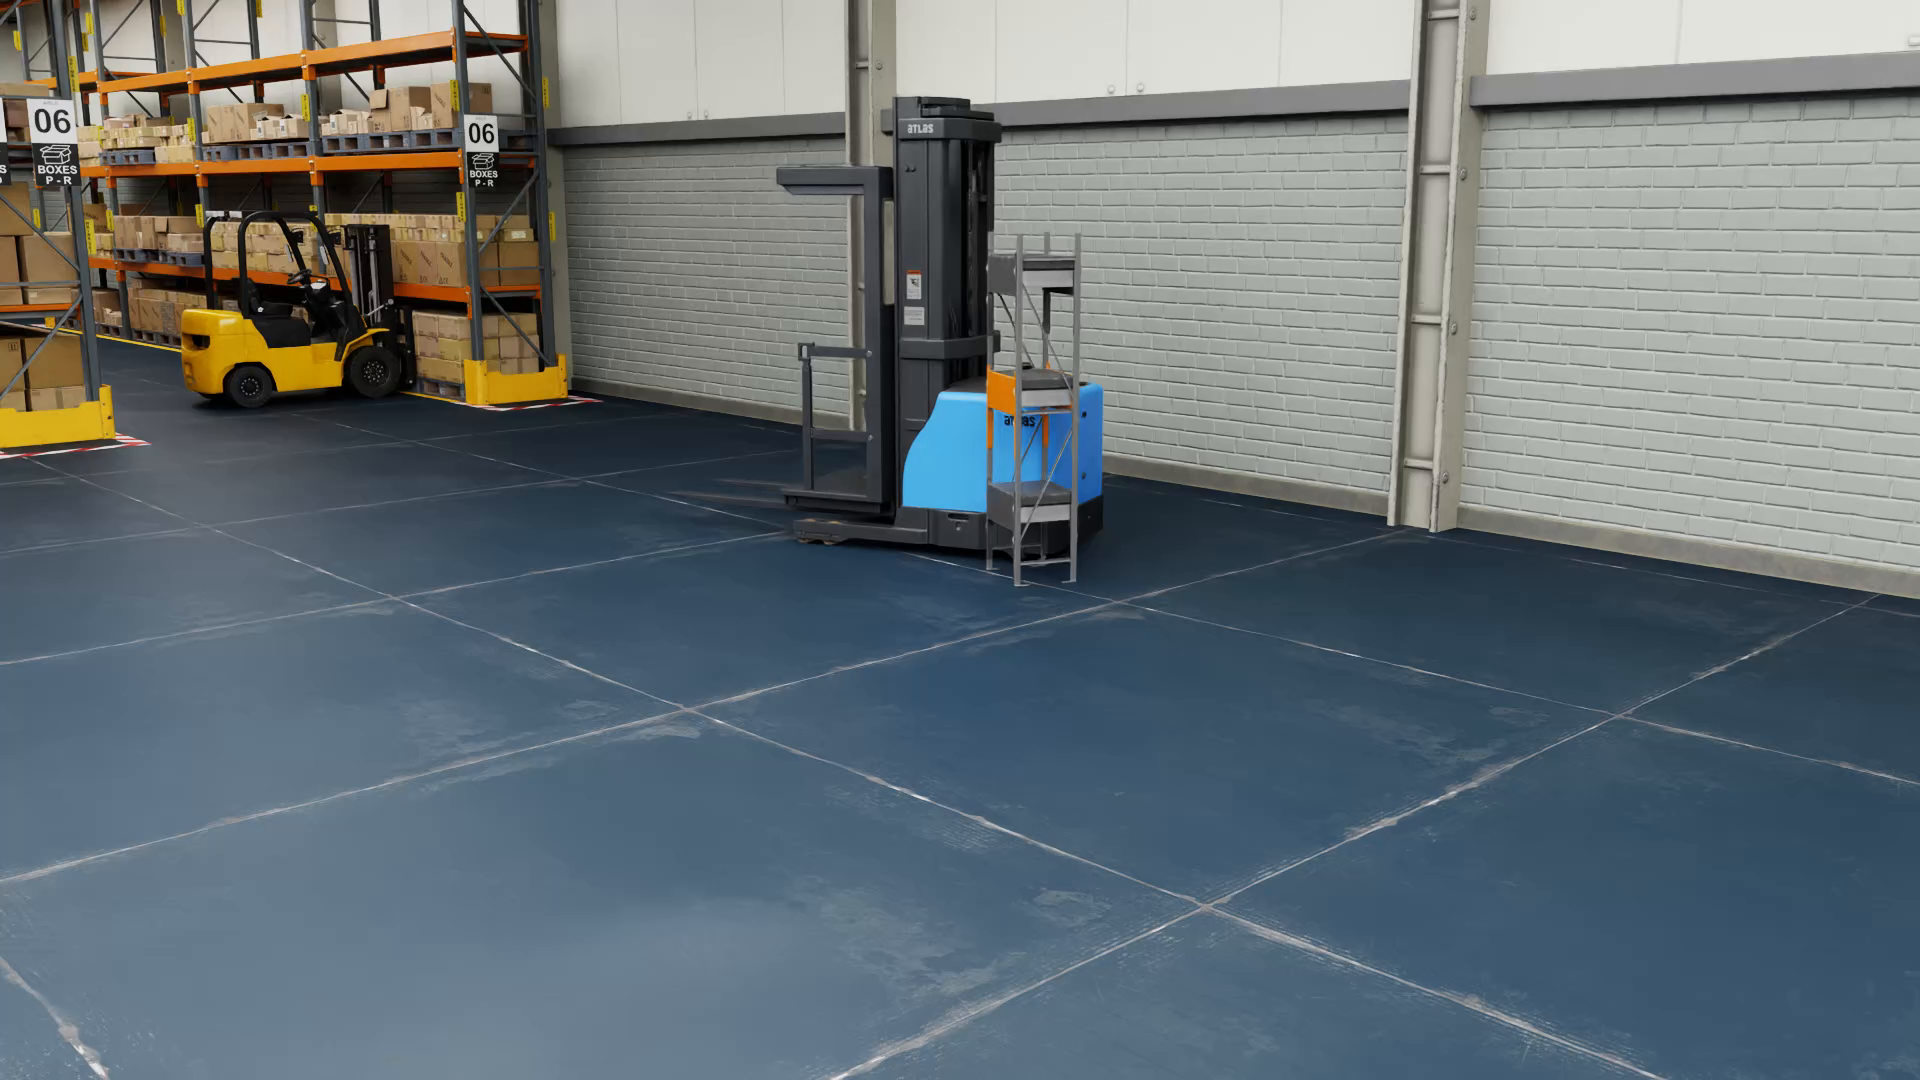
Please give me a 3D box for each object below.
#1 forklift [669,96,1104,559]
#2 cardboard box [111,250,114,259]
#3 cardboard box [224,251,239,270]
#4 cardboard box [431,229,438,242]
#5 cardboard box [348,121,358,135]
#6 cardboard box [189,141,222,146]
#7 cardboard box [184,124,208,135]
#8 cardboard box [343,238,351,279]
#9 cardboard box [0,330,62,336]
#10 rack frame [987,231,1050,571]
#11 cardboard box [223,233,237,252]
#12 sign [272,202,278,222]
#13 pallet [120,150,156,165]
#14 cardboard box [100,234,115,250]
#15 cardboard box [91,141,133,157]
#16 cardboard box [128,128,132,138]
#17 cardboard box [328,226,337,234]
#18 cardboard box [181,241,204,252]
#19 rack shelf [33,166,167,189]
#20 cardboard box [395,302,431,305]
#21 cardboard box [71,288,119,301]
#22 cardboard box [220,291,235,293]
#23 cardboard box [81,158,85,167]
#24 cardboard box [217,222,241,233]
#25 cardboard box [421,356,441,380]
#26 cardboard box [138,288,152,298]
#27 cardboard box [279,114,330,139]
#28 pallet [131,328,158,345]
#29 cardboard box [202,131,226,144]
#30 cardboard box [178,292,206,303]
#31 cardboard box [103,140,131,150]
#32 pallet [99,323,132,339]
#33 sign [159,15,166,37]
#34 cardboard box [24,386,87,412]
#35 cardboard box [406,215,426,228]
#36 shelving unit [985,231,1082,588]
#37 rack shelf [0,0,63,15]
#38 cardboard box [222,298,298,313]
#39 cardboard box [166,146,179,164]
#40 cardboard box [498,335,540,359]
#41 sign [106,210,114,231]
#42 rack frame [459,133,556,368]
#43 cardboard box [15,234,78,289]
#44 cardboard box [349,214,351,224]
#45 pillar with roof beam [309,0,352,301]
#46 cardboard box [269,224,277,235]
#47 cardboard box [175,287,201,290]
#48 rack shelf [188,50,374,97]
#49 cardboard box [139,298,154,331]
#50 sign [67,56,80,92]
[{"bbox_3d":[-0.576,-1.489,11.373,3.031,2.935,1.130,5,13,24],"label":"forklift"},{"bbox_3d":[-13.835,-4.736,27.586,0.380,0.149,0.250,-11,16,-42],"label":"cardboard box"},{"bbox_3d":[-10.197,-4.017,23.848,0.500,0.250,0.500,-11,16,-44],"label":"cardboard box"},{"bbox_3d":[-5.920,-3.554,19.372,0.380,0.149,0.250,-11,16,-42],"label":"cardboard box"},{"bbox_3d":[-7.287,-5.061,20.441,0.380,0.149,0.250,-10,15,-41],"label":"cardboard box"},{"bbox_3d":[-11.089,-5.873,24.433,0.380,0.149,0.250,-10,16,-41],"label":"cardboard box"},{"bbox_3d":[-11.122,-6.009,24.358,0.380,0.149,0.250,-10,15,-41],"label":"cardboard box"},{"bbox_3d":[-7.419,-3.554,20.980,0.500,0.500,0.500,-11,16,-42],"label":"cardboard box"},{"bbox_3d":[-9.471,-1.865,16.947,0.500,0.500,0.500,11,16,43],"label":"cardboard box"},{"bbox_3d":[0.359,-0.848,10.325,0.400,2.100,0.015,-4,12,-19],"label":"rack frame"},{"bbox_3d":[-10.196,-4.263,23.802,0.500,0.250,0.500,-10,15,-41],"label":"cardboard box"},{"bbox_3d":[-10.271,-4.908,24.933,0.100,0.325,0.005,-11,16,-43],"label":"sign"},{"bbox_3d":[-12.314,-5.969,25.980,1.213,0.211,1.003,-11,16,-43],"label":"pallet"},{"bbox_3d":[-13.961,-4.960,27.687,0.500,0.250,0.500,-10,16,-41],"label":"cardboard box"},{"bbox_3d":[-13.947,-6.424,27.361,0.500,0.250,0.500,-11,16,-42],"label":"cardboard box"},{"bbox_3d":[-12.747,-6.354,25.983,0.380,0.149,0.250,-11,16,-42],"label":"cardboard box"},{"bbox_3d":[-7.878,-3.963,21.359,0.380,0.149,0.250,-11,16,-43],"label":"cardboard box"},{"bbox_3d":[-11.401,-4.389,24.861,0.380,0.149,0.250,-11,16,-42],"label":"cardboard box"},{"bbox_3d":[-14.814,-6.256,28.692,1.077,0.370,4.000,-11,16,-43],"label":"rack shelf"},{"bbox_3d":[-7.067,-2.912,21.406,0.500,0.250,0.500,-11,16,-43],"label":"cardboard box"},{"bbox_3d":[-15.279,-4.180,29.420,0.700,0.500,0.500,-10,15,-40],"label":"cardboard box"},{"bbox_3d":[-11.319,-3.802,25.980,0.250,0.149,0.380,11,16,43],"label":"cardboard box"},{"bbox_3d":[-14.570,-6.361,28.041,0.380,0.149,0.250,-10,15,-41],"label":"cardboard box"},{"bbox_3d":[-10.478,-4.504,23.983,0.380,0.149,0.250,-10,16,-41],"label":"cardboard box"},{"bbox_3d":[-6.035,-2.053,19.718,0.500,0.250,0.500,-11,16,-43],"label":"cardboard box"},{"bbox_3d":[-13.130,-4.027,27.072,0.250,0.149,0.380,11,16,44],"label":"cardboard box"},{"bbox_3d":[-8.584,-5.432,21.840,0.500,0.311,0.500,11,16,43],"label":"cardboard box"},{"bbox_3d":[-12.843,-3.368,27.236,1.003,0.211,1.213,-11,16,-43],"label":"pallet"},{"bbox_3d":[-10.649,-5.780,23.888,0.380,0.166,0.250,-11,16,-43],"label":"cardboard box"},{"bbox_3d":[-11.877,-3.761,25.778,0.380,0.149,0.250,-11,16,-43],"label":"cardboard box"},{"bbox_3d":[-13.514,-6.349,26.695,0.380,0.149,0.250,-11,16,-42],"label":"cardboard box"},{"bbox_3d":[-13.906,-3.582,28.274,1.003,0.211,1.213,-11,16,-43],"label":"pallet"},{"bbox_3d":[-13.035,-8.399,27.170,0.100,0.325,0.005,-11,16,-43],"label":"sign"},{"bbox_3d":[-9.090,-1.419,16.639,0.500,0.250,0.500,-11,16,-43],"label":"cardboard box"},{"bbox_3d":[-6.317,-3.767,19.668,0.380,0.149,0.250,-10,16,-41],"label":"cardboard box"},{"bbox_3d":[0.438,-0.802,10.099,0.431,2.100,0.503,-4,12,-19],"label":"shelving unit"},{"bbox_3d":[-10.114,-5.280,16.530,1.077,0.370,4.000,-11,16,-43],"label":"rack shelf"},{"bbox_3d":[-10.249,-3.213,24.418,0.875,0.625,0.625,-10,15,-41],"label":"cardboard box"},{"bbox_3d":[-11.548,-5.774,24.940,0.500,0.250,0.500,-11,16,-42],"label":"cardboard box"},{"bbox_3d":[-5.320,-2.297,19.663,0.500,0.250,0.500,-11,16,-42],"label":"cardboard box"},{"bbox_3d":[-13.820,-5.195,27.046,0.100,0.325,0.005,-11,16,-43],"label":"sign"},{"bbox_3d":[-5.145,-3.096,19.005,1.000,3.000,0.127,-11,16,-43],"label":"rack frame"},{"bbox_3d":[-8.859,-2.706,16.128,0.500,0.500,0.500,-11,16,-43],"label":"cardboard box"},{"bbox_3d":[-7.474,-4.043,21.008,0.380,0.149,0.250,-11,16,-44],"label":"cardboard box"},{"bbox_3d":[-12.232,-6.537,20.841,9.100,9.000,0.400,-11,16,-43],"label":"pillar with roof beam"},{"bbox_3d":[-9.208,-4.248,22.740,0.380,0.149,0.250,-11,16,-42],"label":"cardboard box"},{"bbox_3d":[-12.610,-4.061,27.235,0.380,0.149,0.250,-11,16,-42],"label":"cardboard box"},{"bbox_3d":[-9.289,-6.362,22.763,1.077,0.370,4.000,-11,16,-43],"label":"rack shelf"},{"bbox_3d":[-12.886,-3.650,26.850,0.500,0.500,0.500,-11,16,-43],"label":"cardboard box"},{"bbox_3d":[-8.341,-4.377,15.621,0.100,0.325,0.005,-11,16,-43],"label":"sign"}]
